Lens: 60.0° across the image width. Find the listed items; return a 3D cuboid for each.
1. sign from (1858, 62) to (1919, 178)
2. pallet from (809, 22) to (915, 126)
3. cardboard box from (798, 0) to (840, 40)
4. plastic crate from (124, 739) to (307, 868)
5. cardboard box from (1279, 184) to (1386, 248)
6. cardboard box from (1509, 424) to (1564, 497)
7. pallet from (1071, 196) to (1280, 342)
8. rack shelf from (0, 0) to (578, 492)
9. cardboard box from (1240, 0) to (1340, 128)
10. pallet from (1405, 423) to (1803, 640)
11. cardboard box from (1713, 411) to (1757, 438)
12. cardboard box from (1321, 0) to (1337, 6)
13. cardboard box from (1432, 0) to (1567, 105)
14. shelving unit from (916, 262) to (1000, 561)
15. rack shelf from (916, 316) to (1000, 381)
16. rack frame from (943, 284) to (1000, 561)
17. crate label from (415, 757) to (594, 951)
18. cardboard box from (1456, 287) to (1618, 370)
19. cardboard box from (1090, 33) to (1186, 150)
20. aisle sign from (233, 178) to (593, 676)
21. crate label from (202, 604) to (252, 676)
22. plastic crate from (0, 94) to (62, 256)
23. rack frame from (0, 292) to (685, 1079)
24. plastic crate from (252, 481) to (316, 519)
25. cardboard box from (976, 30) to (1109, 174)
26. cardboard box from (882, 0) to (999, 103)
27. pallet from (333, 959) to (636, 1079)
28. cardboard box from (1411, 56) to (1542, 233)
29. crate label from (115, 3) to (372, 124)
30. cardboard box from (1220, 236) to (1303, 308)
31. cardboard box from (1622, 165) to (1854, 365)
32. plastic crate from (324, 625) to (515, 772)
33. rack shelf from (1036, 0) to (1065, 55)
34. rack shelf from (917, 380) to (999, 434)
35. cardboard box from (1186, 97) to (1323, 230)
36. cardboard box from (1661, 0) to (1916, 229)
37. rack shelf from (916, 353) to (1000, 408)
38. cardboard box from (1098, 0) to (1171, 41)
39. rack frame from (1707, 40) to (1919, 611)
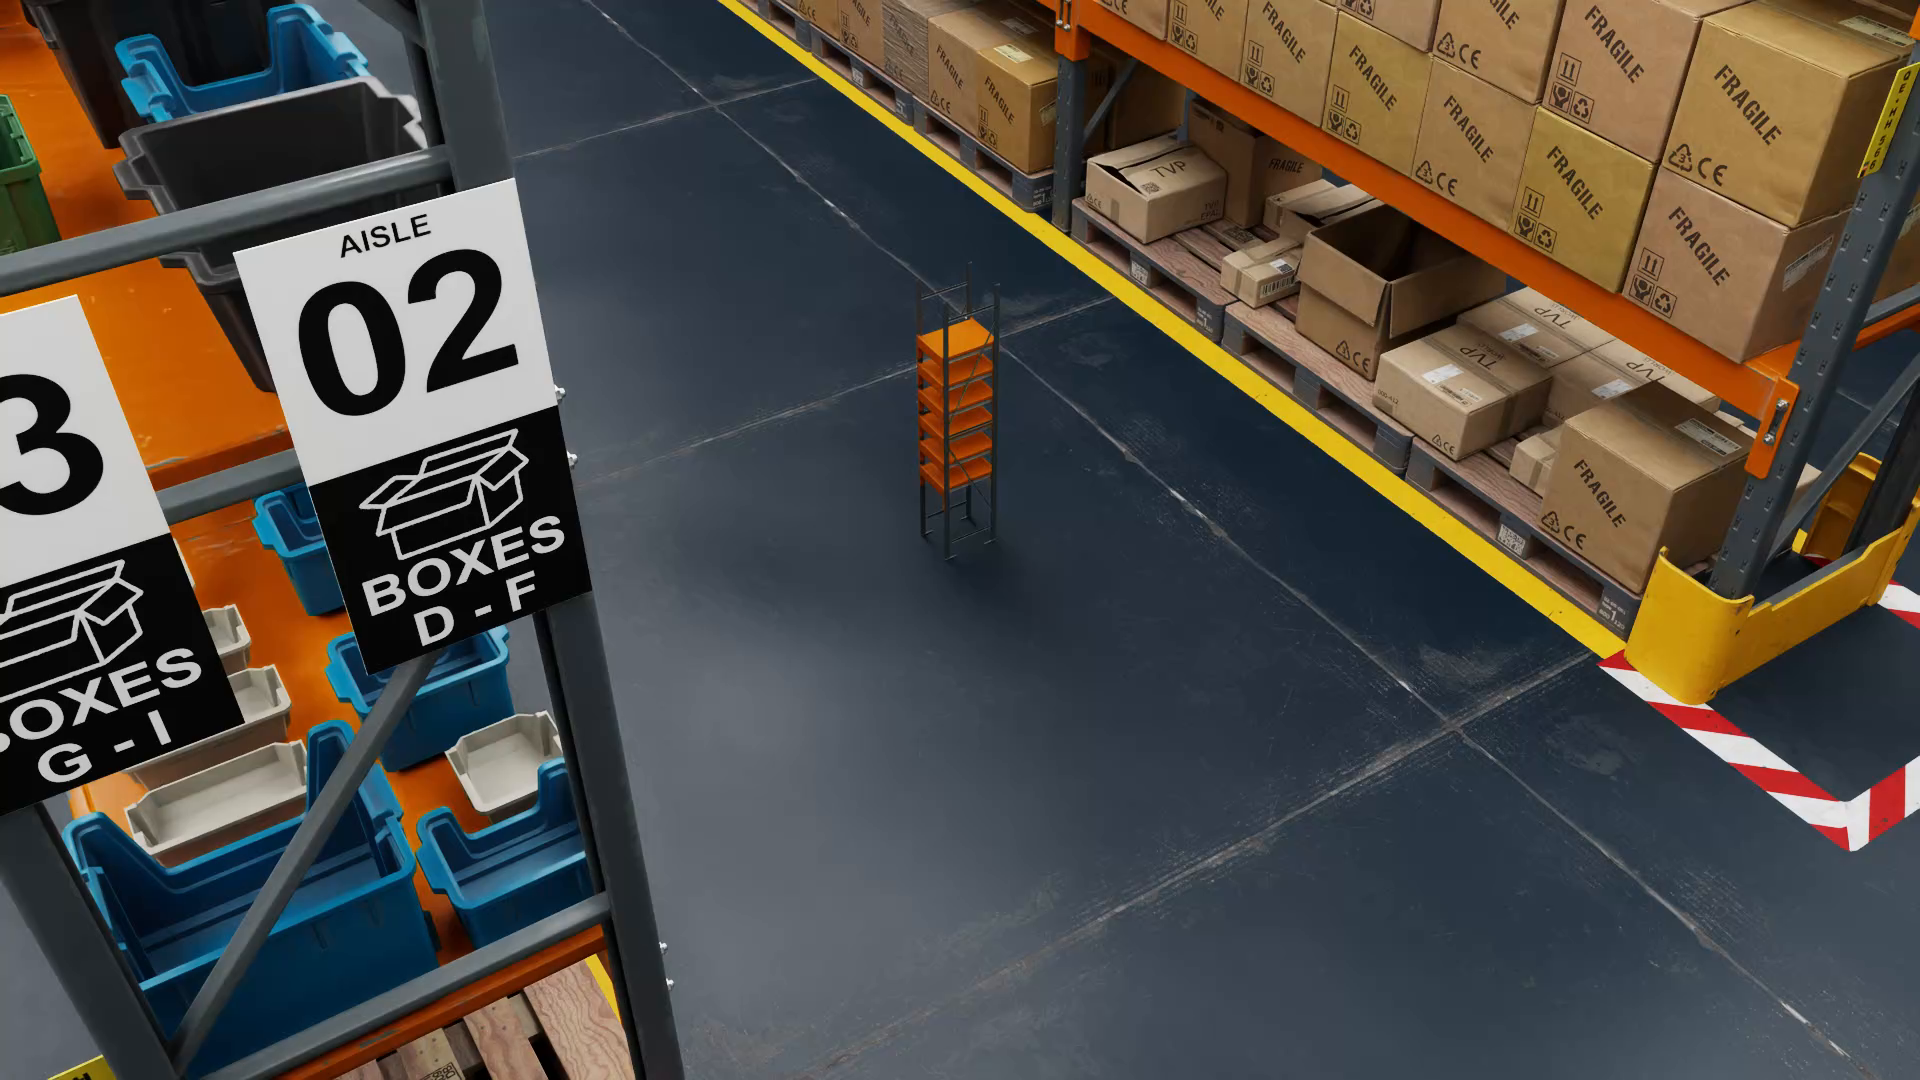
[{"bbox_3d":[2.606,-1.175,4.665,0.100,0.325,0.005,-22,45,-24],"label":"sign"},{"bbox_3d":[-0.195,-2.962,10.139,1.003,0.211,1.213,-22,45,-24],"label":"pallet"},{"bbox_3d":[-0.661,-3.418,10.118,0.500,0.500,0.500,-23,45,-25],"label":"cardboard box"},{"bbox_3d":[-1.685,0.615,3.828,0.396,0.136,0.243,-22,45,-24],"label":"plastic crate"},{"bbox_3d":[1.883,-1.469,7.927,0.500,0.311,0.500,-22,45,-24],"label":"cardboard box"},{"bbox_3d":[2.443,-0.328,6.670,0.380,0.166,0.250,-22,45,-24],"label":"cardboard box"},{"bbox_3d":[1.302,-1.505,8.392,1.003,0.211,1.213,-22,45,-24],"label":"pallet"},{"bbox_3d":[-2.169,-1.041,3.875,1.077,0.370,4.000,-22,45,-24],"label":"rack shelf"},{"bbox_3d":[1.523,-2.071,6.814,0.500,0.500,0.500,-22,45,-25],"label":"cardboard box"},{"bbox_3d":[2.614,-0.188,6.811,1.003,0.211,1.213,-22,45,-24],"label":"pallet"},{"bbox_3d":[3.015,-0.349,6.695,0.380,0.166,0.250,-22,45,-24],"label":"cardboard box"},{"bbox_3d":[1.504,-2.463,6.504,0.500,0.500,0.500,-24,45,-26],"label":"cardboard box"},{"bbox_3d":[2.058,-1.908,5.837,0.500,0.500,0.500,-21,44,-23],"label":"cardboard box"},{"bbox_3d":[-0.008,-0.469,6.375,0.258,1.200,0.189,-22,45,-24],"label":"shelving unit"},{"bbox_3d":[-0.008,-0.711,6.173,0.258,0.103,0.180,-22,45,-24],"label":"rack shelf"},{"bbox_3d":[0.041,-0.419,6.316,0.240,1.200,0.006,-22,45,-24],"label":"rack frame"},{"bbox_3d":[-0.949,0.709,3.640,0.416,0.233,0.303,-22,45,-24],"label":"crate label"},{"bbox_3d":[2.494,-0.832,7.210,0.500,0.250,0.500,-22,45,-24],"label":"cardboard box"},{"bbox_3d":[0.879,-2.501,9.018,0.500,0.500,0.500,-24,46,-26],"label":"cardboard box"},{"bbox_3d":[-0.805,-0.148,2.554,0.394,0.787,0.004,-22,45,-24],"label":"aisle sign"},{"bbox_3d":[-1.999,0.311,4.192,0.396,0.136,0.243,-22,45,-24],"label":"crate label"},{"bbox_3d":[-1.865,-0.591,2.938,0.450,0.188,0.336,-22,45,-24],"label":"plastic crate"},{"bbox_3d":[-1.094,0.914,3.310,1.000,3.000,0.127,-22,45,-24],"label":"rack frame"},{"bbox_3d":[-1.818,-0.164,4.687,0.416,0.233,0.300,-22,45,-24],"label":"plastic crate"},{"bbox_3d":[0.427,-2.324,8.805,0.500,0.500,0.500,-22,45,-25],"label":"cardboard box"},{"bbox_3d":[-0.101,-2.865,9.454,0.500,0.500,0.500,-22,44,-24],"label":"cardboard box"},{"bbox_3d":[-1.504,1.527,4.753,1.003,0.211,1.213,-22,45,-24],"label":"pallet"},{"bbox_3d":[2.069,-1.525,6.159,0.500,0.500,0.500,-22,45,-24],"label":"cardboard box"},{"bbox_3d":[-1.317,-0.790,3.128,0.408,0.251,0.502,-22,45,-24],"label":"crate label"},{"bbox_3d":[1.451,-1.264,7.793,0.380,0.166,0.250,-22,45,-24],"label":"cardboard box"},{"bbox_3d":[2.614,-0.975,5.499,0.500,0.500,0.500,-21,44,-23],"label":"cardboard box"},{"bbox_3d":[-1.303,0.354,4.066,0.416,0.233,0.300,-22,45,-24],"label":"plastic crate"},{"bbox_3d":[-0.142,-3.751,9.470,1.077,0.370,4.000,-22,45,-24],"label":"rack shelf"},{"bbox_3d":[-0.008,-0.527,6.327,0.258,0.103,0.180,-22,45,-24],"label":"rack shelf"},{"bbox_3d":[1.479,-1.947,8.352,0.500,0.500,0.500,-22,45,-24],"label":"cardboard box"},{"bbox_3d":[2.614,-1.357,5.176,0.500,0.500,0.500,-23,45,-25],"label":"cardboard box"},{"bbox_3d":[-0.008,-0.619,6.250,0.258,0.103,0.180,-22,45,-24],"label":"rack shelf"},{"bbox_3d":[0.978,-2.617,7.470,0.500,0.500,0.500,-21,44,-23],"label":"cardboard box"},{"bbox_3d":[3.085,-0.789,5.353,1.000,3.000,0.127,-22,45,-24],"label":"rack frame"}]
